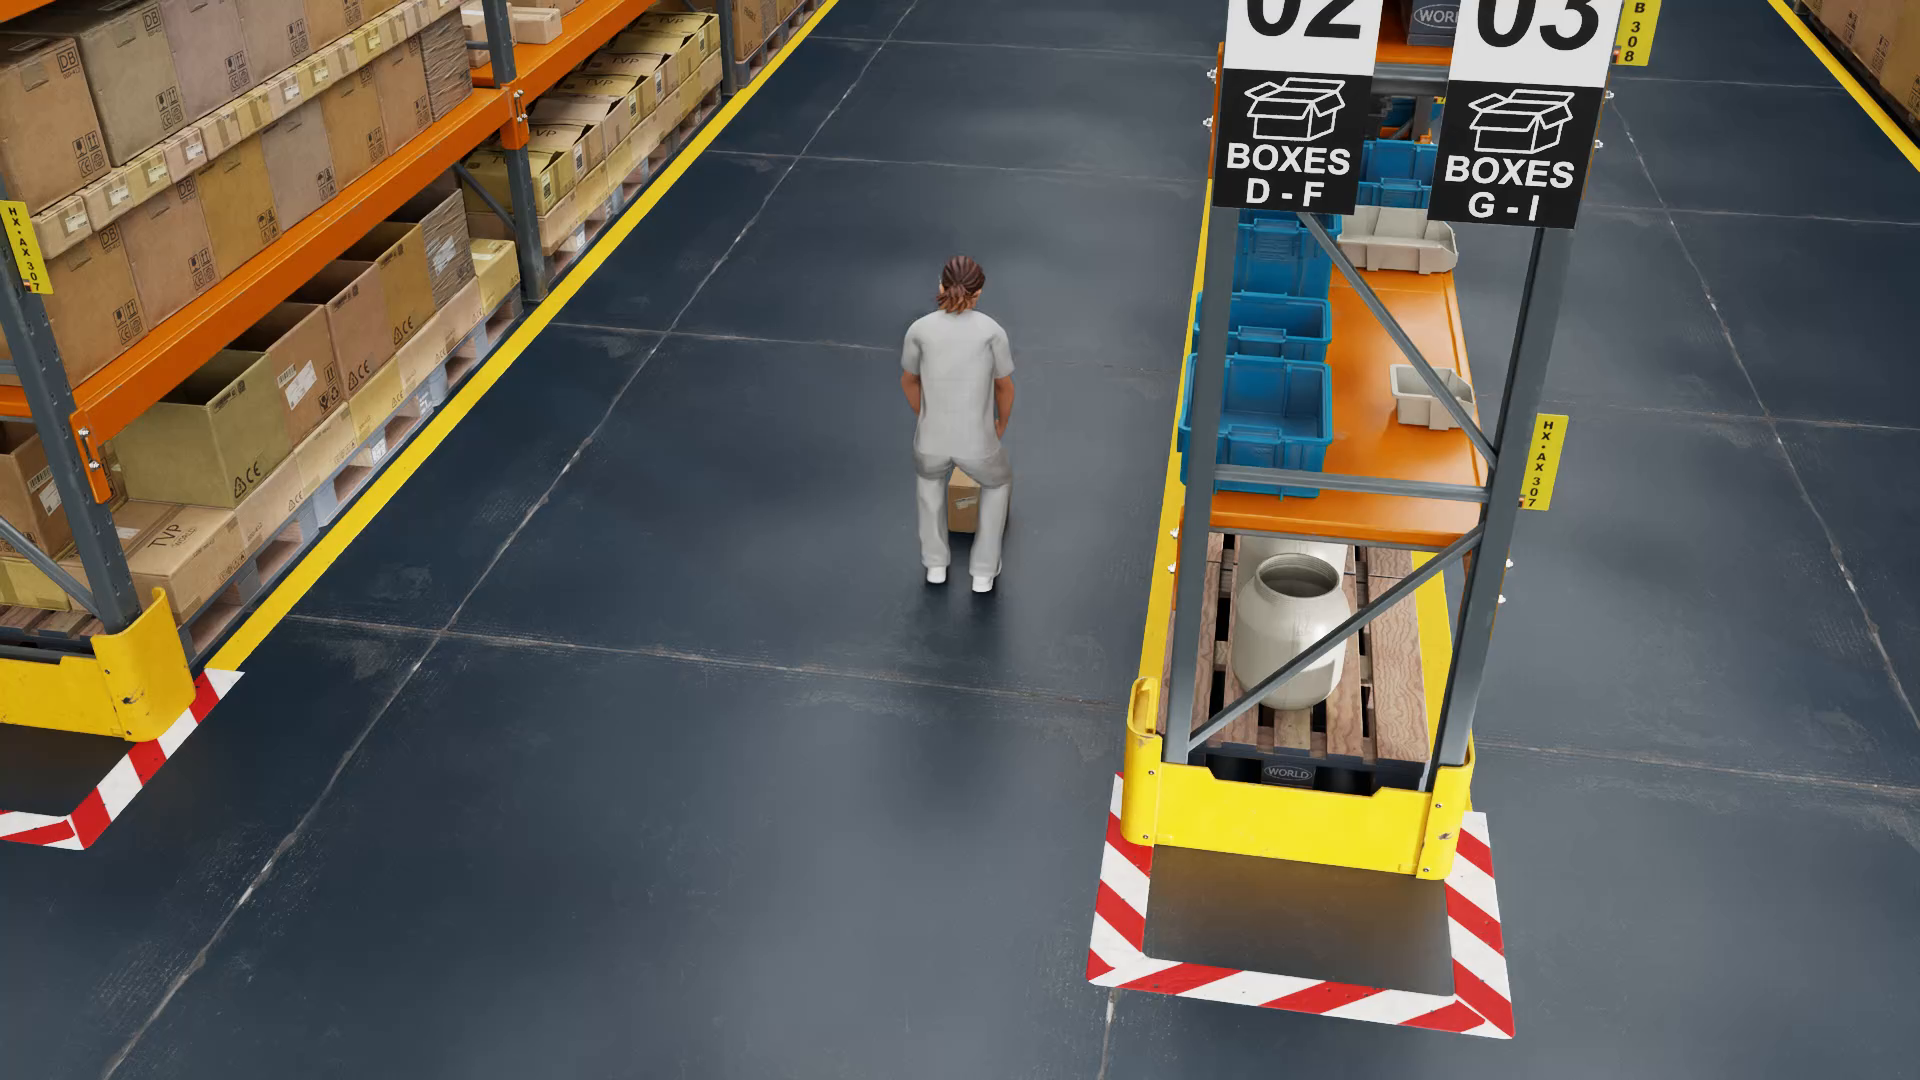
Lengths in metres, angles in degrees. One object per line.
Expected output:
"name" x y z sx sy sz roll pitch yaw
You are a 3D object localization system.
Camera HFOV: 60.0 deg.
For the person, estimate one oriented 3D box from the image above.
"person" -0.022 -0.473 7.127 0.490 1.418 0.616 5 33 8
